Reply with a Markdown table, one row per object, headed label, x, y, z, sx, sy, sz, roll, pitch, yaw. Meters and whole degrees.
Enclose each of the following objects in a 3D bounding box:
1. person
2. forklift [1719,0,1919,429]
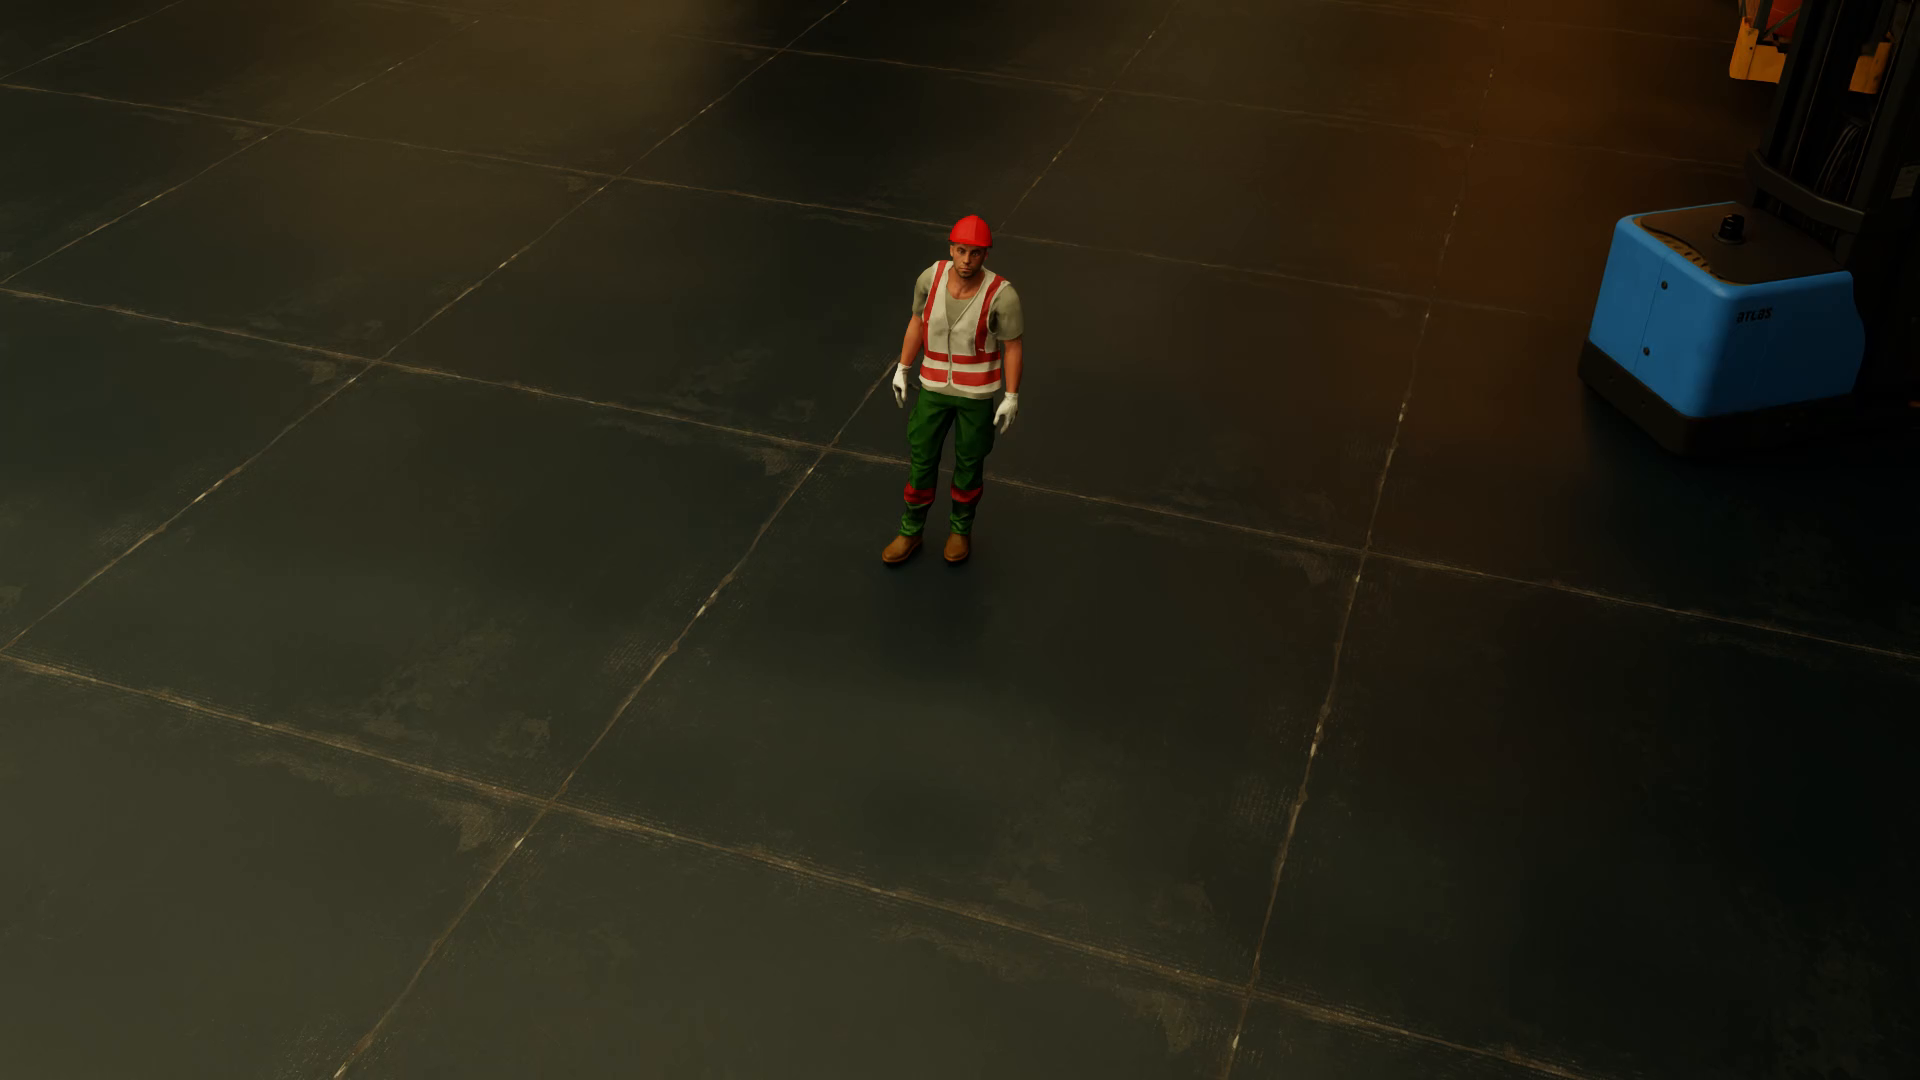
| label | x | y | z | sx | sy | sz | roll | pitch | yaw |
| --- | --- | --- | --- | --- | --- | --- | --- | --- | --- |
| person | -0.015 | -0.734 | 8.117 | 0.637 | 1.690 | 0.421 | 12 | 37 | 16 |
| forklift | 5.257 | -2.115 | 9.094 | 3.031 | 2.935 | 1.121 | -10 | 36 | -13 |
